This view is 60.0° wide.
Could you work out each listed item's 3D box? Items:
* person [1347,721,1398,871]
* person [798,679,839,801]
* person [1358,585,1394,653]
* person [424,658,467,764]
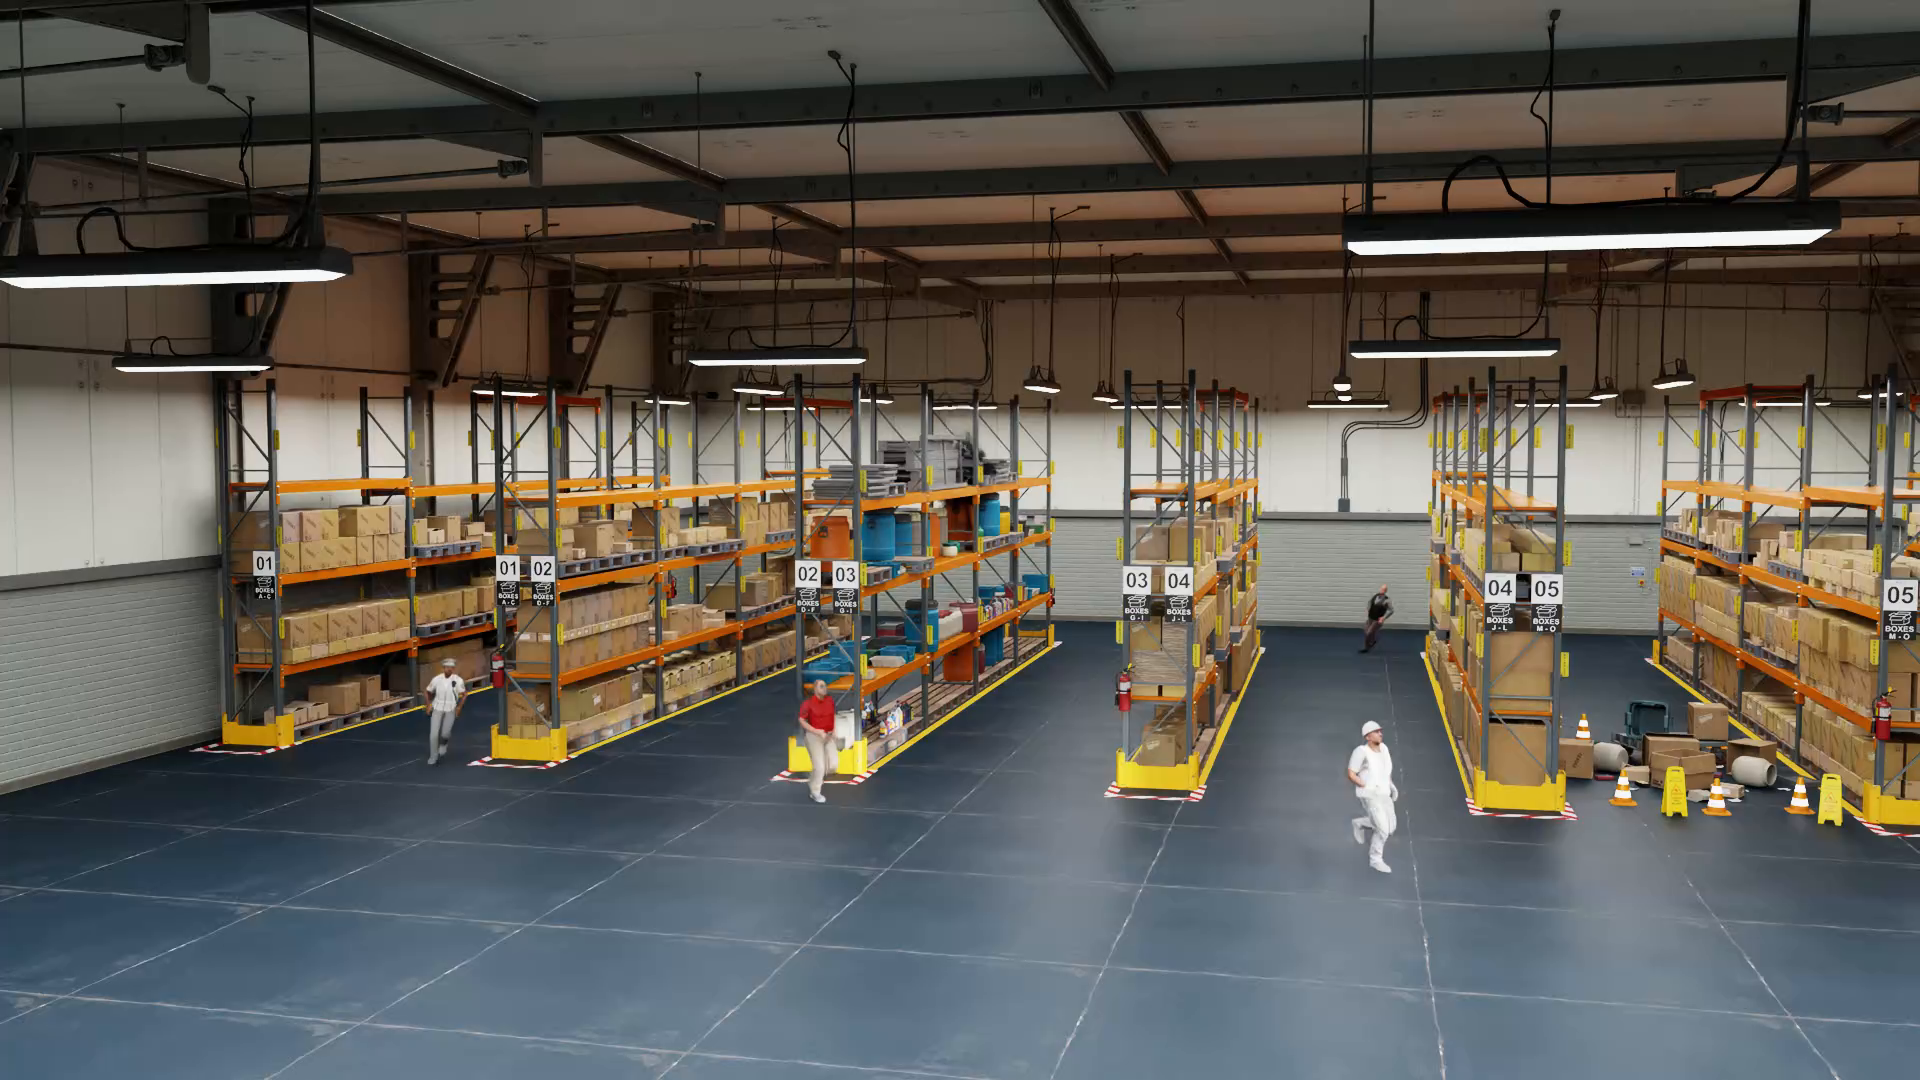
[{"bbox_3d":[4.825,2.983,19.555,0.694,1.722,0.665,-3,4,-40],"label":"person"},{"bbox_3d":[-1.940,2.776,23.152,0.697,1.683,0.624,-3,5,-44],"label":"person"},{"bbox_3d":[9.842,1.850,39.086,0.642,1.617,0.823,-3,5,-43],"label":"person"},{"bbox_3d":[-7.997,2.650,25.843,0.627,1.640,0.518,-1,3,-10],"label":"person"}]
